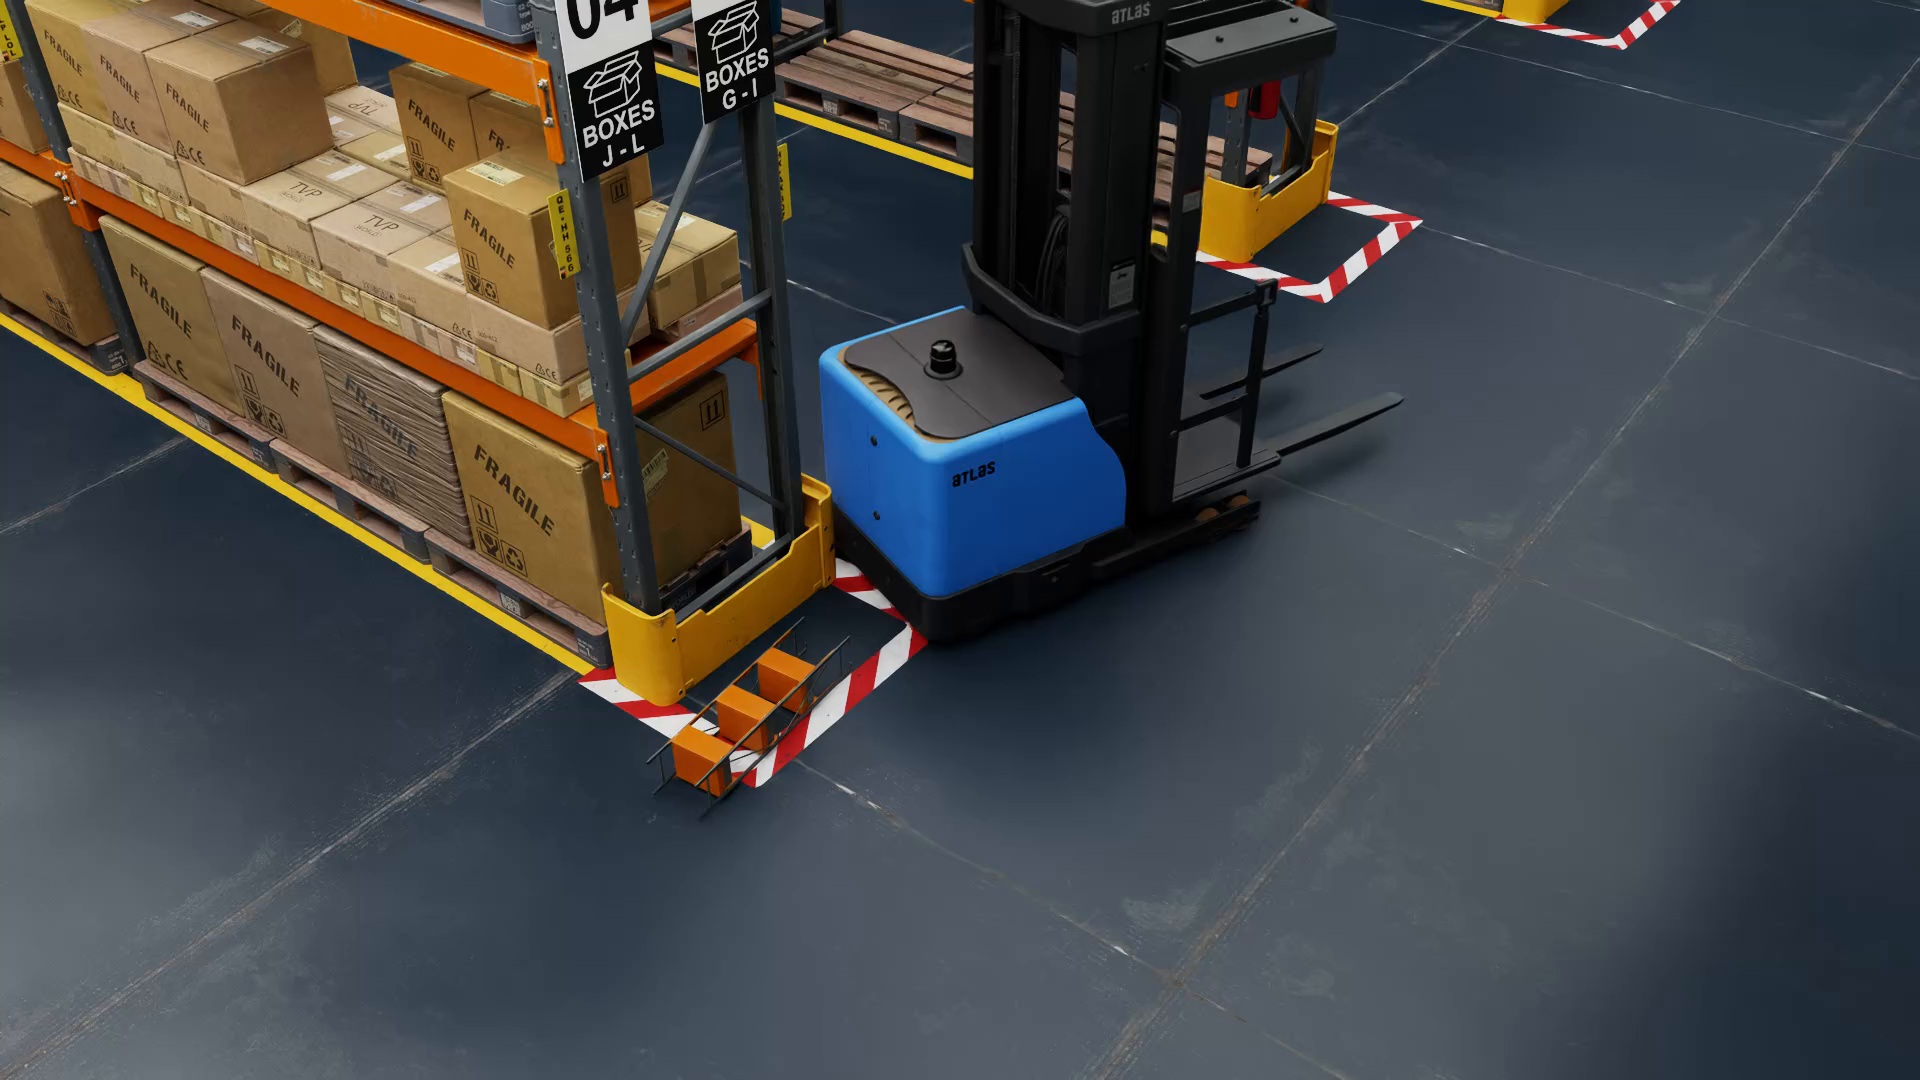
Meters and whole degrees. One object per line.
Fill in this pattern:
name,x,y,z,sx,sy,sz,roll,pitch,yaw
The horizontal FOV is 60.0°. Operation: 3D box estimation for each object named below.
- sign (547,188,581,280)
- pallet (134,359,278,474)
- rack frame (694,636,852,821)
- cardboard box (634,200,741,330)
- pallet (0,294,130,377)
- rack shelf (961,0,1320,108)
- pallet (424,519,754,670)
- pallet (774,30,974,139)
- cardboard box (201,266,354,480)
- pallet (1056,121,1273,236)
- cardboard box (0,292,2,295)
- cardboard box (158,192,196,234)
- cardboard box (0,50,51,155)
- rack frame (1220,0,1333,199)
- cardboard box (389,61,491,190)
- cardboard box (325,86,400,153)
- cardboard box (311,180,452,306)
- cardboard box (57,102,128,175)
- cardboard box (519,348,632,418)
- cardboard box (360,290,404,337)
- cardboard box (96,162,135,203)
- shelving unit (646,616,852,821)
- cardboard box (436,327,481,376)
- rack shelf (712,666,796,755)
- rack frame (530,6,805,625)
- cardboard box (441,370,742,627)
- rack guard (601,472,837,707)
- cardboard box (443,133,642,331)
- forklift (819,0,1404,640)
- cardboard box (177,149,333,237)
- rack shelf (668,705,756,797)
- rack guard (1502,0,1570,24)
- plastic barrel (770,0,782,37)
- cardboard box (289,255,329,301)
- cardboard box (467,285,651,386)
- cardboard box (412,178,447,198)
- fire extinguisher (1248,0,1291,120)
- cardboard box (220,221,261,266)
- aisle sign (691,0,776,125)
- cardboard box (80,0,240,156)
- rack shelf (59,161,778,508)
sign,-1.411,-1.092,5.940,0.005,0.325,0.100,25,45,29
pallet,-3.691,-0.880,9.063,1.213,0.211,1.003,25,45,29
rack frame,-0.759,0.769,6.930,0.008,0.200,1.050,21,43,25
cardboard box,-1.288,-1.173,7.056,0.500,0.250,0.500,24,44,27
pallet,-4.906,-1.455,9.798,1.213,0.211,1.003,25,45,29
rack shelf,0.350,-3.694,10.979,4.000,0.370,1.077,25,45,29
pallet,-1.753,0.034,7.896,1.213,0.211,1.003,25,45,29
pallet,-0.631,-3.372,12.246,1.213,0.211,1.003,25,45,29
cardboard box,-3.057,-1.006,8.346,0.875,0.875,0.875,25,45,29
pallet,1.307,-2.458,11.079,1.213,0.211,1.003,25,45,29
cardboard box,-5.478,-2.194,9.862,0.875,0.875,1.225,24,44,27
cardboard box,-3.586,-1.634,7.968,0.250,0.149,0.380,24,44,27
cardboard box,-4.785,-2.382,8.639,0.500,0.500,0.500,25,45,29
rack frame,1.939,-3.228,9.801,0.127,3.000,1.000,25,45,29
cardboard box,-2.100,-1.846,7.308,0.500,0.500,0.500,24,44,27
cardboard box,-2.919,-1.938,8.034,0.500,0.250,0.500,26,45,29
cardboard box,-2.423,-1.293,7.210,0.500,0.250,0.500,24,44,27
cardboard box,-4.033,-2.055,8.182,0.500,0.250,0.500,24,44,28
cardboard box,-1.553,-0.676,6.745,0.250,0.149,0.380,26,45,29
cardboard box,-2.365,-1.058,7.232,0.250,0.149,0.380,24,44,28
cardboard box,-4.006,-1.830,8.219,0.250,0.149,0.380,24,44,27
shelving unit,-0.863,0.728,6.981,0.252,0.215,1.050,21,43,25
cardboard box,-1.960,-0.868,6.989,0.250,0.149,0.380,25,45,29
rack shelf,-0.857,0.723,6.988,0.240,0.215,0.259,21,43,25
rack frame,-1.070,-0.803,6.703,0.127,3.000,1.000,25,45,29
cardboard box,-1.627,-0.332,7.485,0.875,0.875,0.875,25,45,29
rack guard,-1.051,0.190,7.462,0.348,0.500,1.175,25,45,29
cardboard box,-1.617,-1.210,6.495,0.500,0.500,0.500,26,45,29
forklift,0.871,-1.397,7.517,3.031,2.935,1.130,-21,43,-25
cardboard box,-3.227,-1.675,7.697,0.500,0.250,0.500,26,45,30
rack shelf,-1.008,0.871,6.799,0.240,0.215,0.259,21,43,25
rack guard,4.891,-4.696,13.704,0.348,0.500,1.175,25,45,29
plastic barrel,-1.660,-4.277,12.502,0.708,0.901,0.600,25,45,29
cardboard box,-2.767,-1.249,7.476,0.250,0.149,0.380,26,45,29
cardboard box,-1.616,-0.912,6.723,0.500,0.250,0.500,25,44,28
cardboard box,-2.101,-1.554,7.543,0.500,0.250,0.500,24,44,27
fire extinguisher,1.782,-2.772,9.583,0.183,0.674,0.296,25,45,29
cardboard box,-3.185,-1.443,7.725,0.250,0.149,0.380,26,45,29
aisle sign,-0.831,-1.946,6.055,0.004,0.787,0.394,25,45,29
cardboard box,-3.636,-2.161,7.710,0.500,0.500,0.500,25,45,29
rack shelf,-2.659,-1.269,7.881,4.000,0.370,1.077,25,45,29
